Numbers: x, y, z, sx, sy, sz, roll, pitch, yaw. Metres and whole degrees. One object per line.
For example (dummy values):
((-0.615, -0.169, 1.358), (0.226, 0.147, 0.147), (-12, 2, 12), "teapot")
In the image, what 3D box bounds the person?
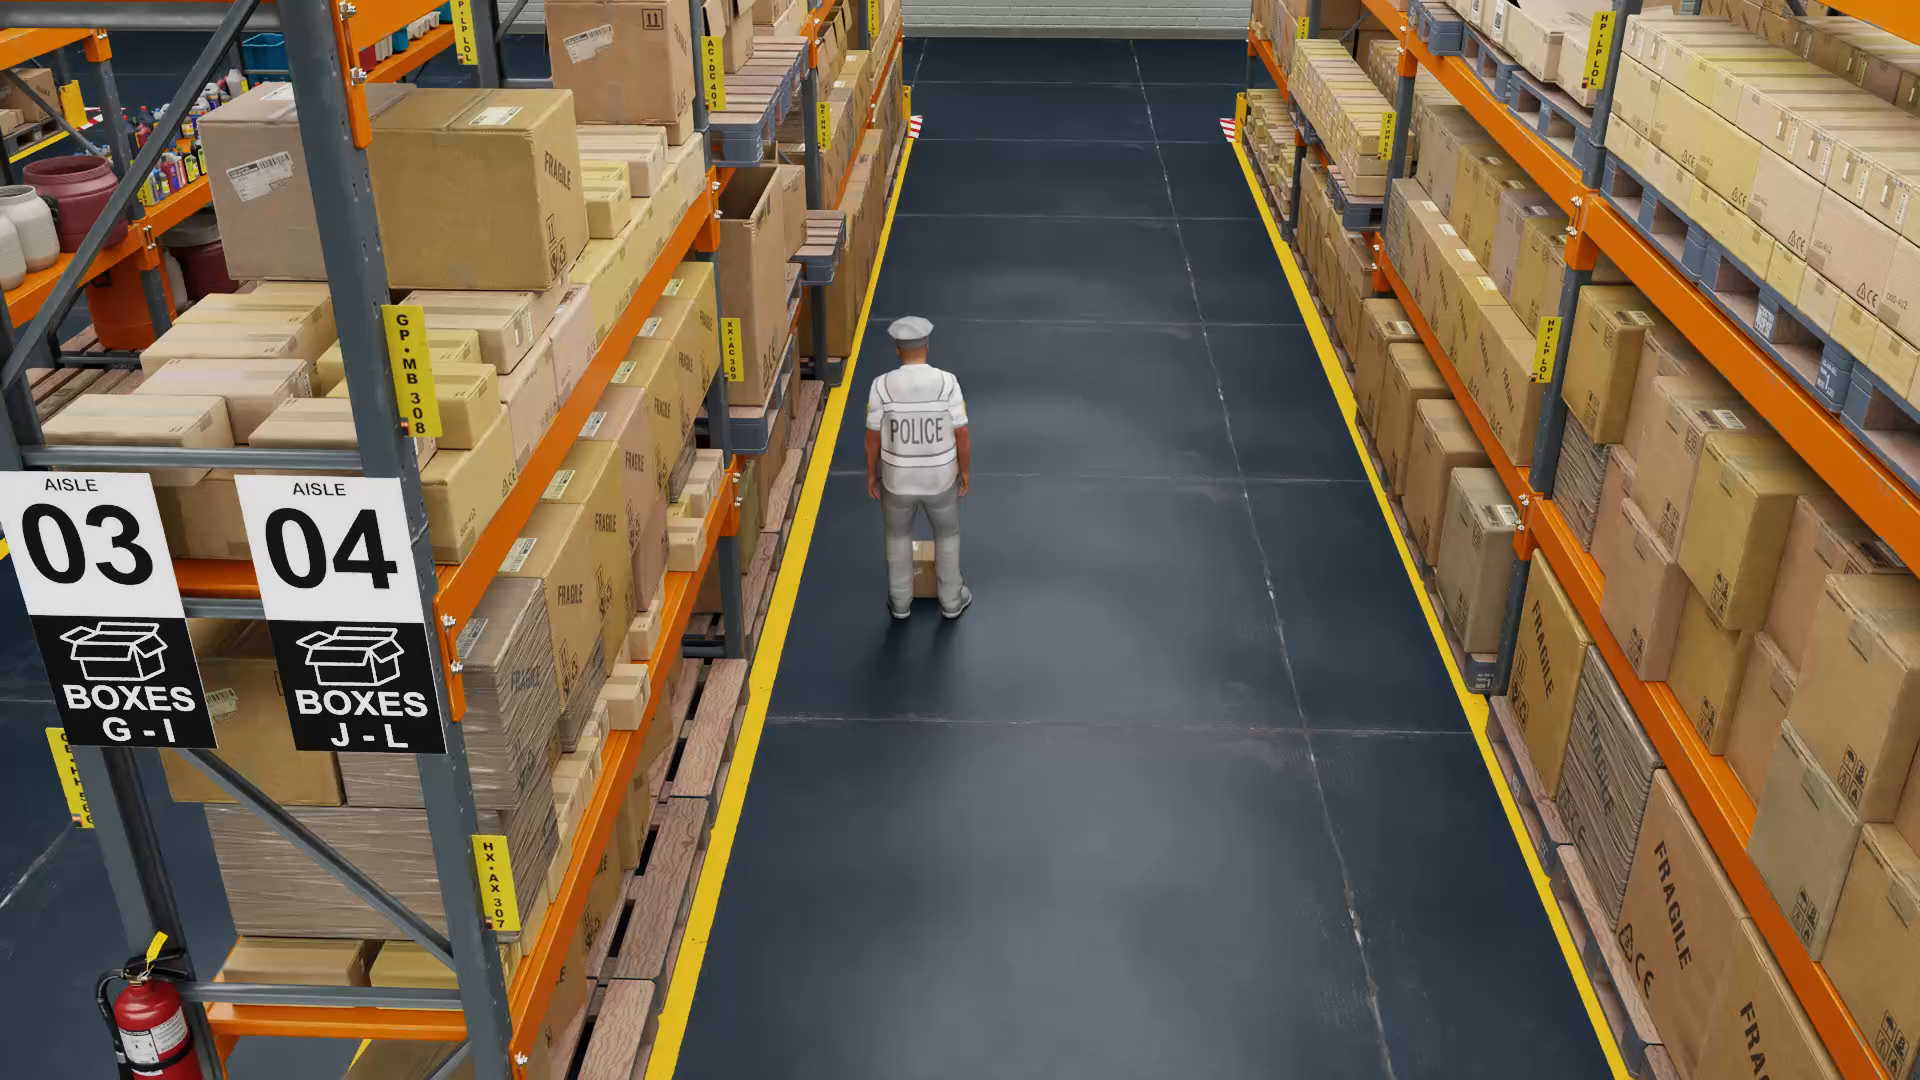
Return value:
((-0.229, -0.360, 9.297), (0.598, 1.747, 0.437), (-1, 28, -1), "person")
